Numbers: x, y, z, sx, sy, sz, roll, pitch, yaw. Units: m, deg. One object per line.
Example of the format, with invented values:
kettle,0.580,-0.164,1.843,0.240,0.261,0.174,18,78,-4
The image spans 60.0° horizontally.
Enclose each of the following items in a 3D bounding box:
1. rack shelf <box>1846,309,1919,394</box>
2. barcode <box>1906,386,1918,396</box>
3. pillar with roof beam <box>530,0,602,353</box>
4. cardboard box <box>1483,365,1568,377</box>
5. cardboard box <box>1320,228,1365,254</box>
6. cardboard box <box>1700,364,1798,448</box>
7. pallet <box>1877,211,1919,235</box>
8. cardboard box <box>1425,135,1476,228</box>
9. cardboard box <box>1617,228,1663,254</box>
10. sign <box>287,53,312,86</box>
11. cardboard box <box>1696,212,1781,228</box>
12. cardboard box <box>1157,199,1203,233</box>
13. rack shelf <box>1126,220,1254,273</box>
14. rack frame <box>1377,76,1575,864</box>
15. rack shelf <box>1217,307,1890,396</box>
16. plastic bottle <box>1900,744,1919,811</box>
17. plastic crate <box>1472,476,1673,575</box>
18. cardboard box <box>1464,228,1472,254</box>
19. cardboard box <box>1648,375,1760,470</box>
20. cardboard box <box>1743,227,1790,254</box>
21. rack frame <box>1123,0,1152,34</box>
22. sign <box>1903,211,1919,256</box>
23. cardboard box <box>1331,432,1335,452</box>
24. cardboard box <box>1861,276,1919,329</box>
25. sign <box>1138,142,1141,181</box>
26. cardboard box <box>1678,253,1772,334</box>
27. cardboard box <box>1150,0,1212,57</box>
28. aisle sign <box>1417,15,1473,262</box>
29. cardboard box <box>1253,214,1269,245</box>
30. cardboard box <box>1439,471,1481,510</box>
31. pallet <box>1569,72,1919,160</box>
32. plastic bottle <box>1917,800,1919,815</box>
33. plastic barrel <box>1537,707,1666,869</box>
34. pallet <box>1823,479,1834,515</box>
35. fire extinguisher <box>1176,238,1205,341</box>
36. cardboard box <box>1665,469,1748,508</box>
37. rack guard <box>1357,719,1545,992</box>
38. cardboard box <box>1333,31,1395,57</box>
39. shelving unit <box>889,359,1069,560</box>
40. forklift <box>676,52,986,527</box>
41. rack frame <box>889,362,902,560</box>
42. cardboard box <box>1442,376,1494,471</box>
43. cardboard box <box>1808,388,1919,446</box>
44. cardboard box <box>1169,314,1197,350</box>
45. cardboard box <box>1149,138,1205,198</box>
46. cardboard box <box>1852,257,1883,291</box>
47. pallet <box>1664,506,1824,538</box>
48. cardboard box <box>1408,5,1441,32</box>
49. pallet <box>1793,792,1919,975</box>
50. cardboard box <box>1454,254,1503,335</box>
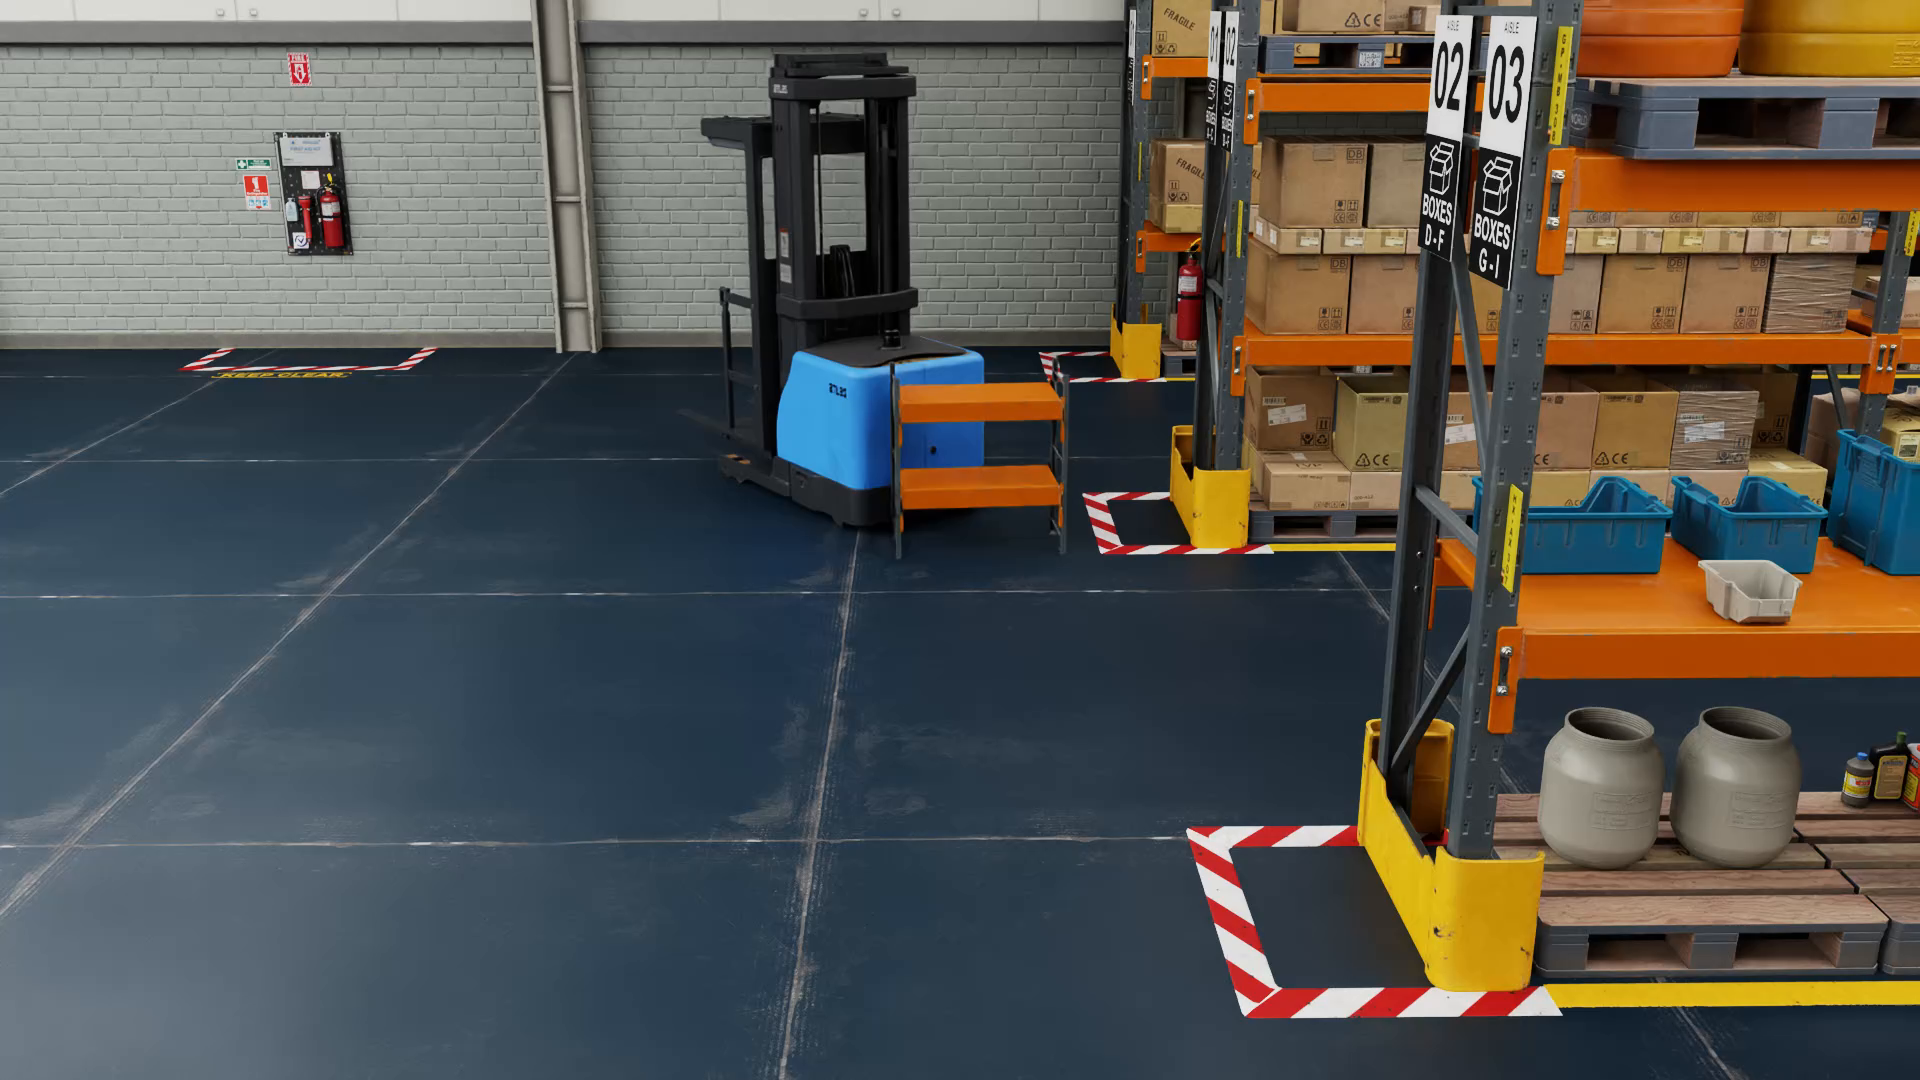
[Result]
rack shelf,7.645,-1.240,10.681,4.000,0.370,1.077,0,18,-1
barcode,5.907,-0.924,10.317,0.075,0.075,0.001,0,18,-1
pillar with roof beam,-3.681,-4.847,10.926,0.400,9.000,9.100,0,18,-1
cardboard box,3.677,-0.906,11.049,0.500,0.500,0.500,0,18,-1
cardboard box,2.306,-1.849,10.174,0.250,0.149,0.380,-1,18,-2
cardboard box,5.177,-0.914,11.074,0.500,0.500,0.500,0,18,-1
pallet,8.852,-2.978,15.235,1.003,0.211,1.213,0,18,-1
cardboard box,3.196,-2.225,10.285,0.500,0.500,0.700,0,18,-1
cardboard box,4.107,-1.857,10.201,0.250,0.149,0.380,0,18,1
sign,-6.230,-4.439,15.681,0.199,0.298,0.001,0,18,-1
cardboard box,4.697,-2.232,10.306,0.500,0.500,0.700,0,18,-1
cardboard box,2.057,-2.910,14.922,0.500,0.250,0.500,-1,18,-2
rack shelf,3.564,-2.734,15.337,4.000,0.370,1.077,0,18,-1
rack frame,1.720,-0.041,5.765,0.127,3.000,1.000,0,18,-1
rack shelf,3.646,-1.221,10.621,4.000,0.370,1.077,0,18,-1
plastic bottle,3.802,0.911,6.537,0.135,0.276,0.152,0,18,0
plastic crate,2.216,-0.064,6.080,0.616,0.251,0.499,0,18,-1
cardboard box,3.074,-1.852,10.185,0.250,0.149,0.380,-1,18,-3
cardboard box,4.685,-0.753,10.571,0.500,0.500,0.500,0,18,-1
cardboard box,4.868,-1.860,10.211,0.250,0.149,0.380,-1,18,-2
rack frame,1.564,-5.924,14.281,0.127,3.000,1.000,0,18,-1
sign,5.656,-1.854,9.868,0.005,0.325,0.100,0,18,-1
cardboard box,2.677,-0.544,11.145,0.500,0.250,0.500,0,18,-1
cardboard box,6.137,-1.518,10.613,0.500,0.250,0.500,1,18,3
sign,1.573,-3.313,14.549,0.005,0.325,0.100,0,18,-1
cardboard box,4.675,-1.612,10.499,0.500,0.500,0.700,0,18,-1
cardboard box,1.902,-4.478,14.488,0.500,0.500,0.500,0,18,1
aisle sign,1.644,-1.369,5.650,0.004,0.787,0.394,0,18,-1
cardboard box,2.025,-1.970,10.554,0.250,0.149,0.380,-1,18,-2
cardboard box,3.185,-0.385,10.651,0.500,0.250,0.500,0,18,-1
pallet,2.549,-1.354,5.255,1.213,0.211,1.003,0,18,-1
plastic bottle,3.804,0.940,6.434,0.133,0.283,0.061,0,18,-1
plastic barrel,2.377,0.917,6.164,0.421,0.512,0.421,0,18,0
pallet,6.381,-0.261,11.015,1.213,0.211,1.003,0,18,-1
fire extinguisher,1.520,-1.658,10.933,0.183,0.674,0.296,0,18,-1
cardboard box,4.685,-0.396,10.684,0.500,0.250,0.500,0,18,-1
rack guard,1.796,1.134,6.193,0.348,0.500,1.175,0,18,-1
cardboard box,3.494,-4.482,14.502,0.500,0.500,0.500,1,18,3
shelving unit,0.109,-0.508,10.289,1.048,1.125,0.538,-2,18,-5
forklift,-1.078,-1.872,11.586,1.130,2.935,3.031,-12,21,-33
rack frame,-0.397,-0.492,10.241,0.032,1.125,0.500,-2,18,-5
cardboard box,3.185,-0.746,10.548,0.500,0.500,0.500,0,18,-1
cardboard box,6.046,-0.820,11.090,0.500,0.311,0.500,0,18,-1
cardboard box,2.257,-1.972,15.466,0.500,0.311,0.500,-2,18,-7
cardboard box,2.032,-3.429,15.312,0.500,0.500,0.500,0,18,-1
cardboard box,8.273,-2.479,15.508,0.500,0.250,0.500,0,18,0
pallet,4.850,-0.254,10.995,1.213,0.211,1.003,0,18,-1
cardboard box,2.825,-3.081,9.826,0.250,0.149,0.380,0,18,-1
pallet,3.825,1.265,6.260,1.213,0.211,1.003,0,18,-1
cardboard box,3.134,-1.605,10.475,0.500,0.500,0.700,0,18,0
